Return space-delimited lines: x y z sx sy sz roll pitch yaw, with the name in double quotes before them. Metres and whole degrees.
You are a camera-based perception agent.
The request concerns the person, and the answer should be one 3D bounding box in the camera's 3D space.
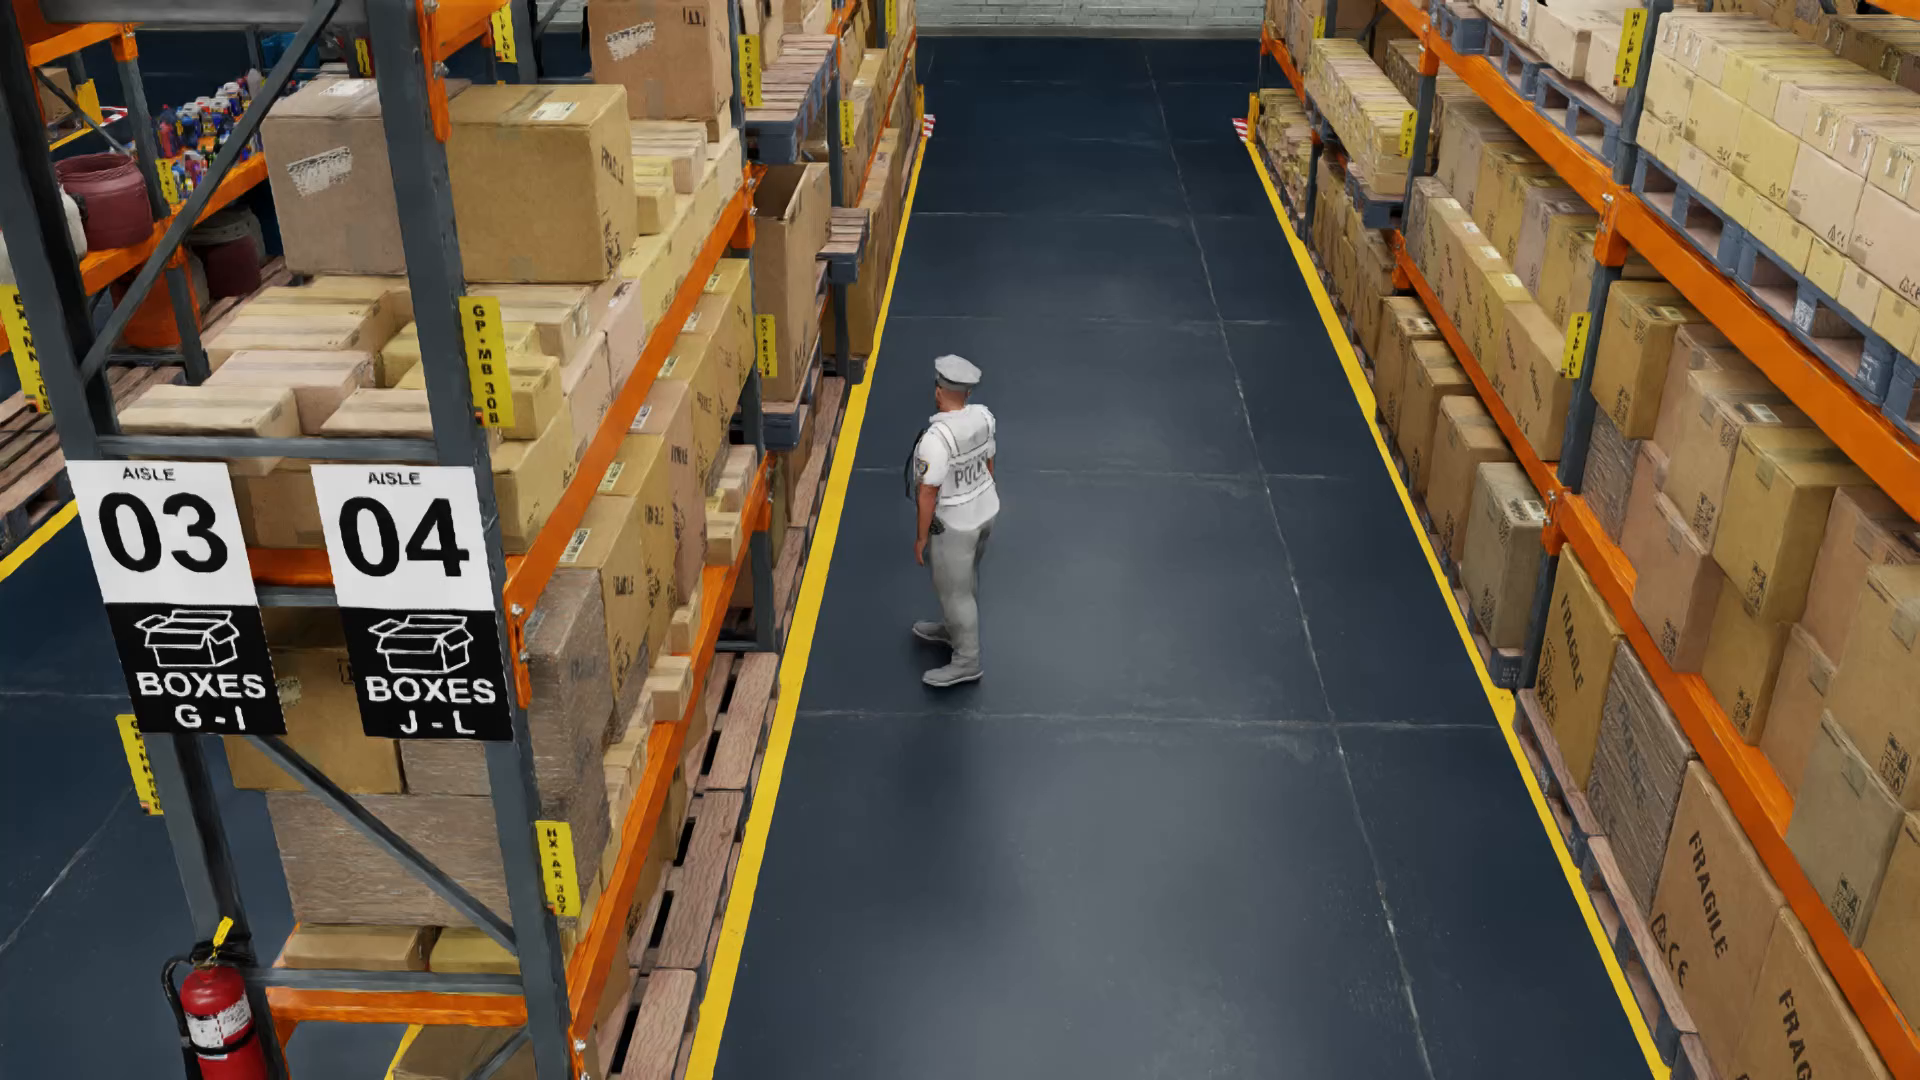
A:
"person" -0.063 -0.135 8.815 0.577 1.755 0.638 16 32 28
